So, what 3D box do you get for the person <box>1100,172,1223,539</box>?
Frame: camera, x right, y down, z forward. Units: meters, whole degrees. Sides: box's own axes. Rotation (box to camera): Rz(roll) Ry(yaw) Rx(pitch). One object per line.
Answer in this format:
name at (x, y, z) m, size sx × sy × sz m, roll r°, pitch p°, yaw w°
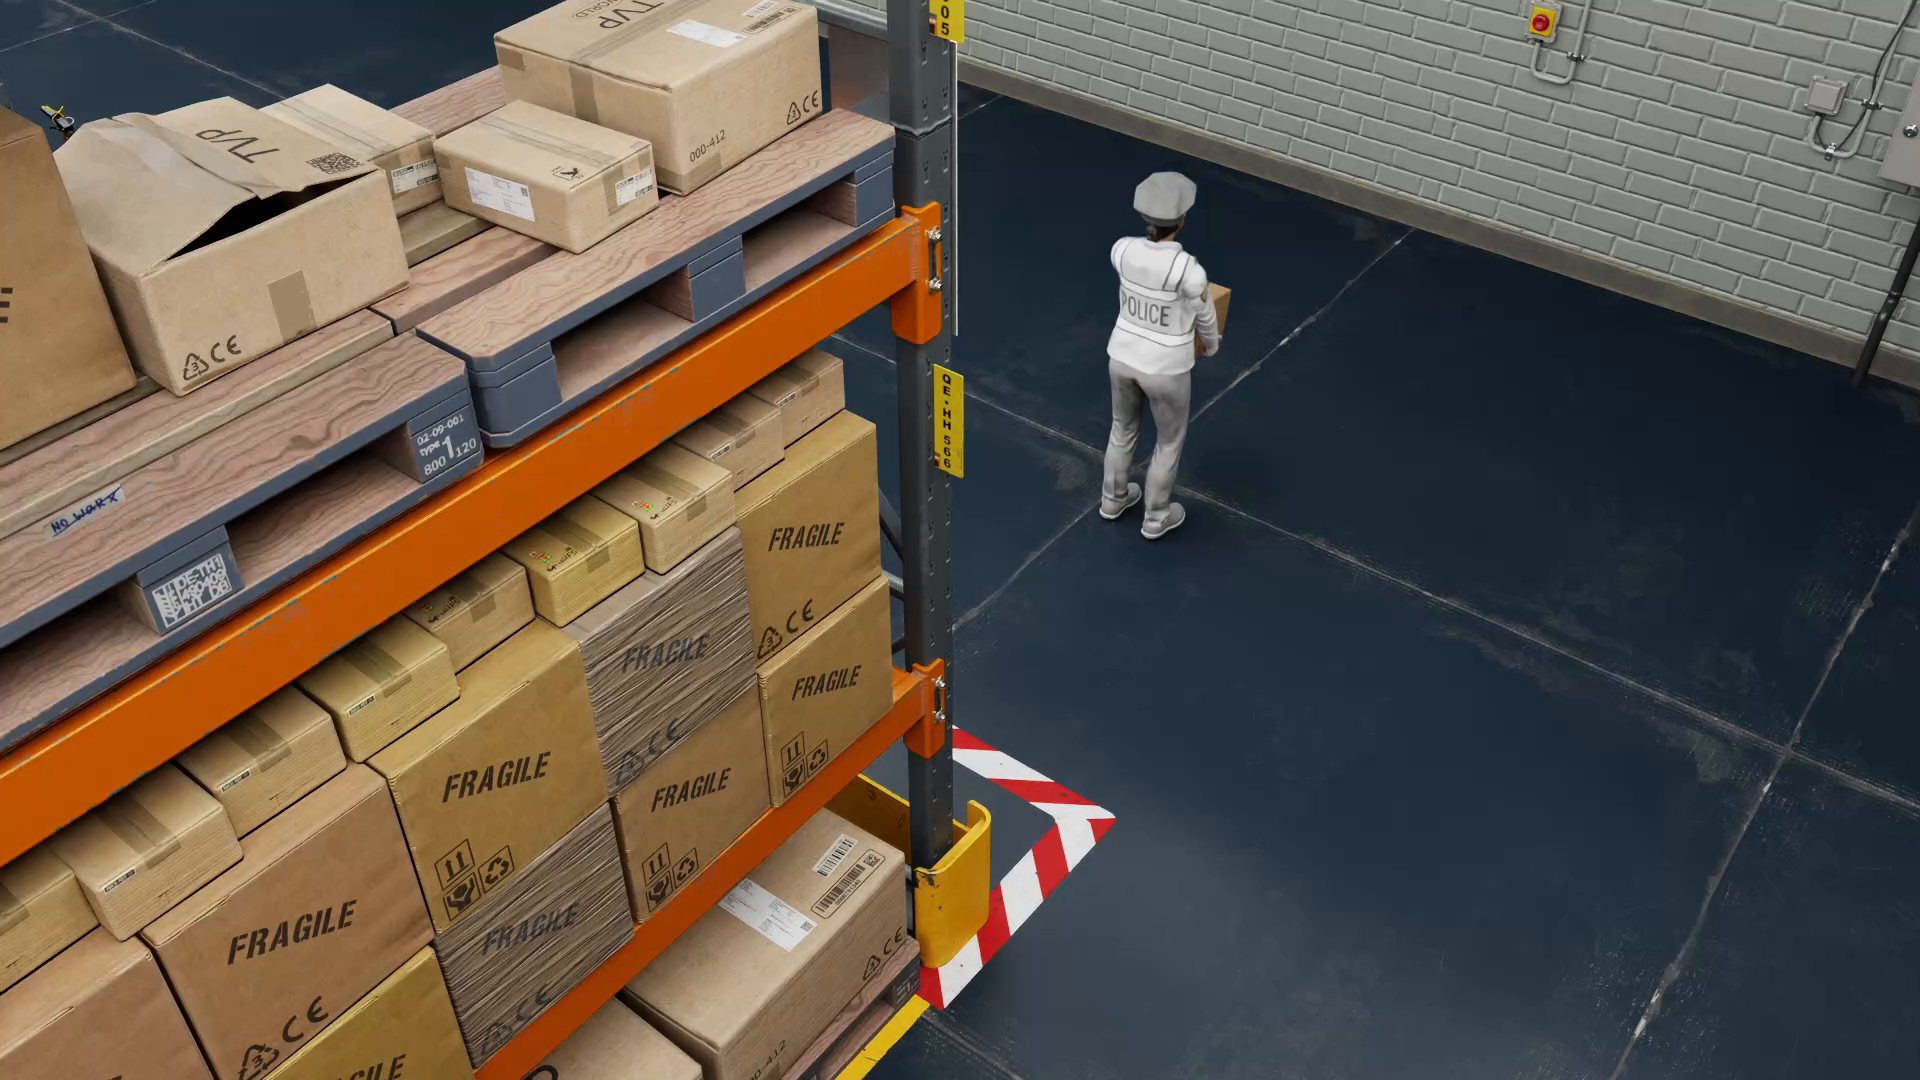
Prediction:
person at (0.861, -0.798, 7.127) m, size 0.416 × 1.684 × 0.530 m, roll 25°, pitch 45°, yaw 27°
